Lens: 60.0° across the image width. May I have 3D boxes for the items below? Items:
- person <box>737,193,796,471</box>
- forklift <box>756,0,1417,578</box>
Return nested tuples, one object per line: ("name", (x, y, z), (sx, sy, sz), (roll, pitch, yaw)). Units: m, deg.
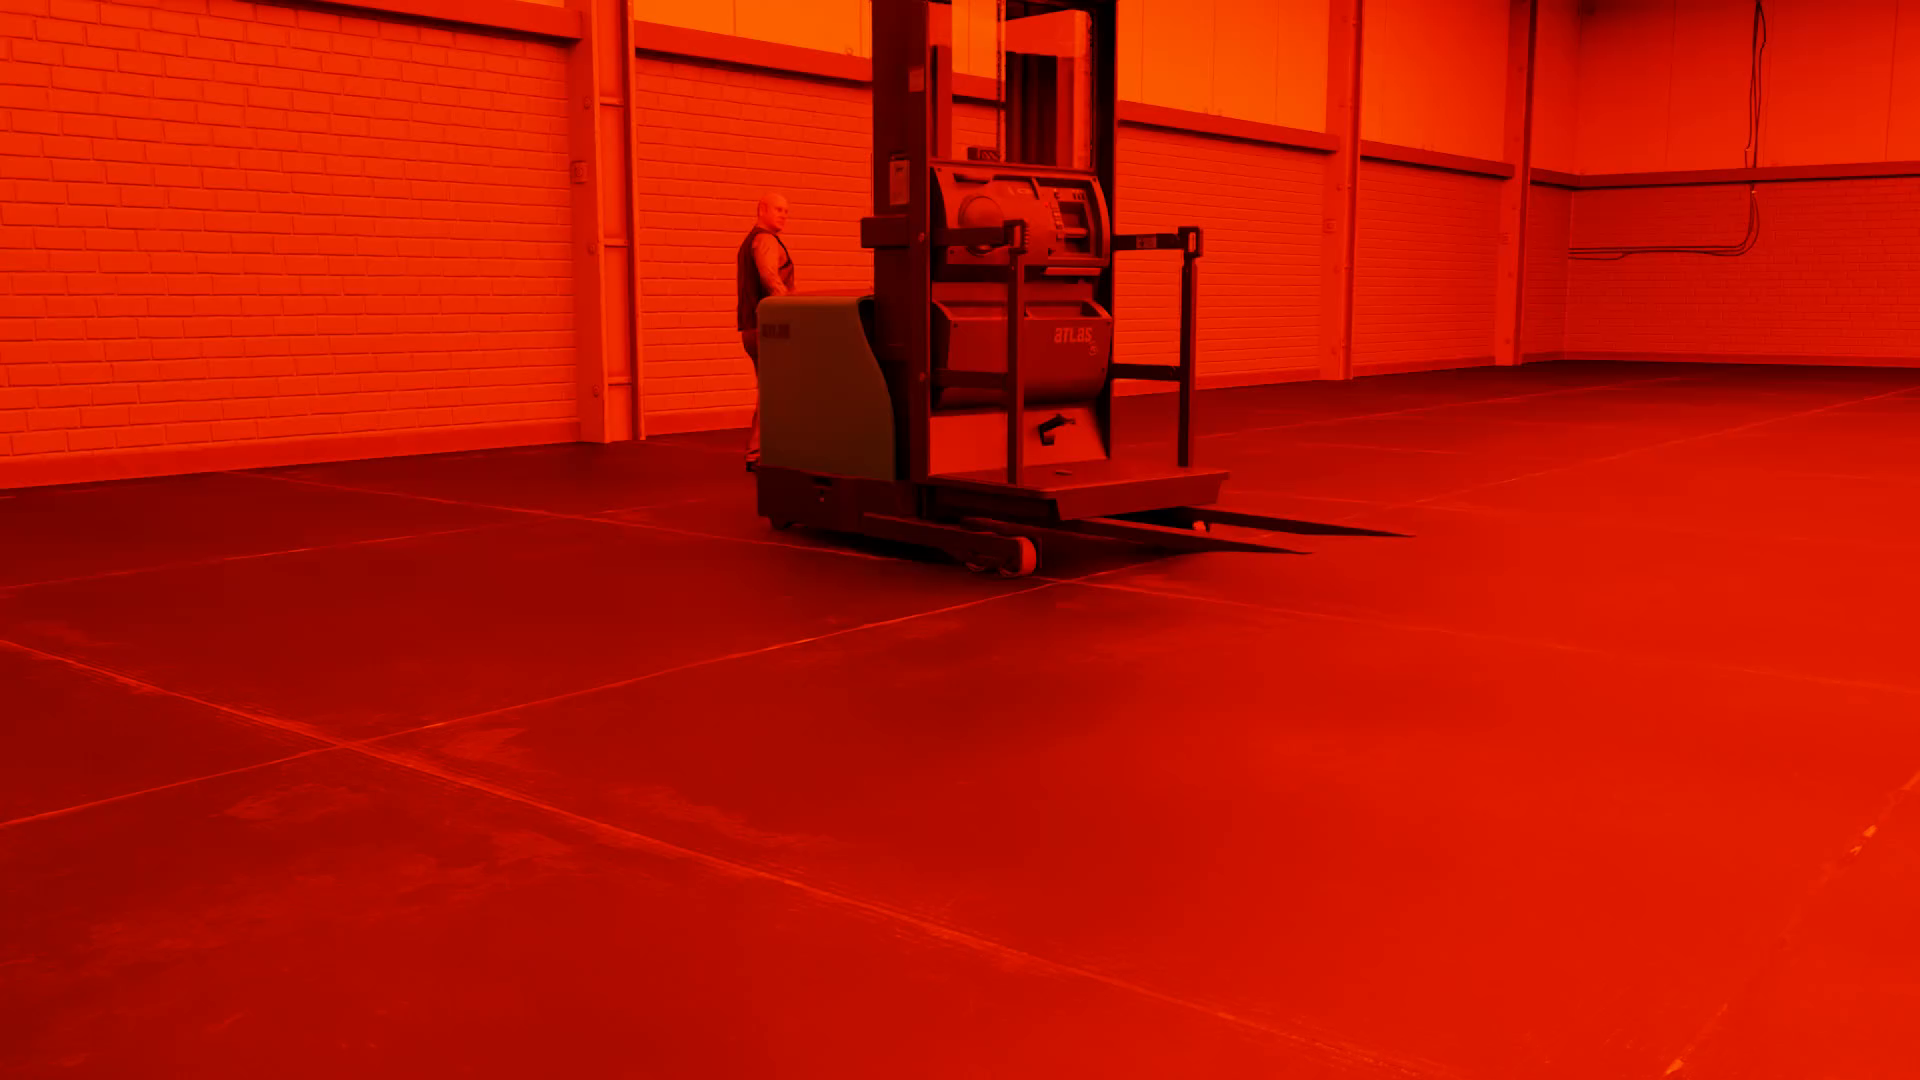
("person", (-1.120, -1.282, 10.298), (0.513, 1.704, 0.731), (-5, 10, -30))
("forklift", (0.406, -1.384, 6.741), (1.130, 2.935, 3.031), (-7, 11, -41))
